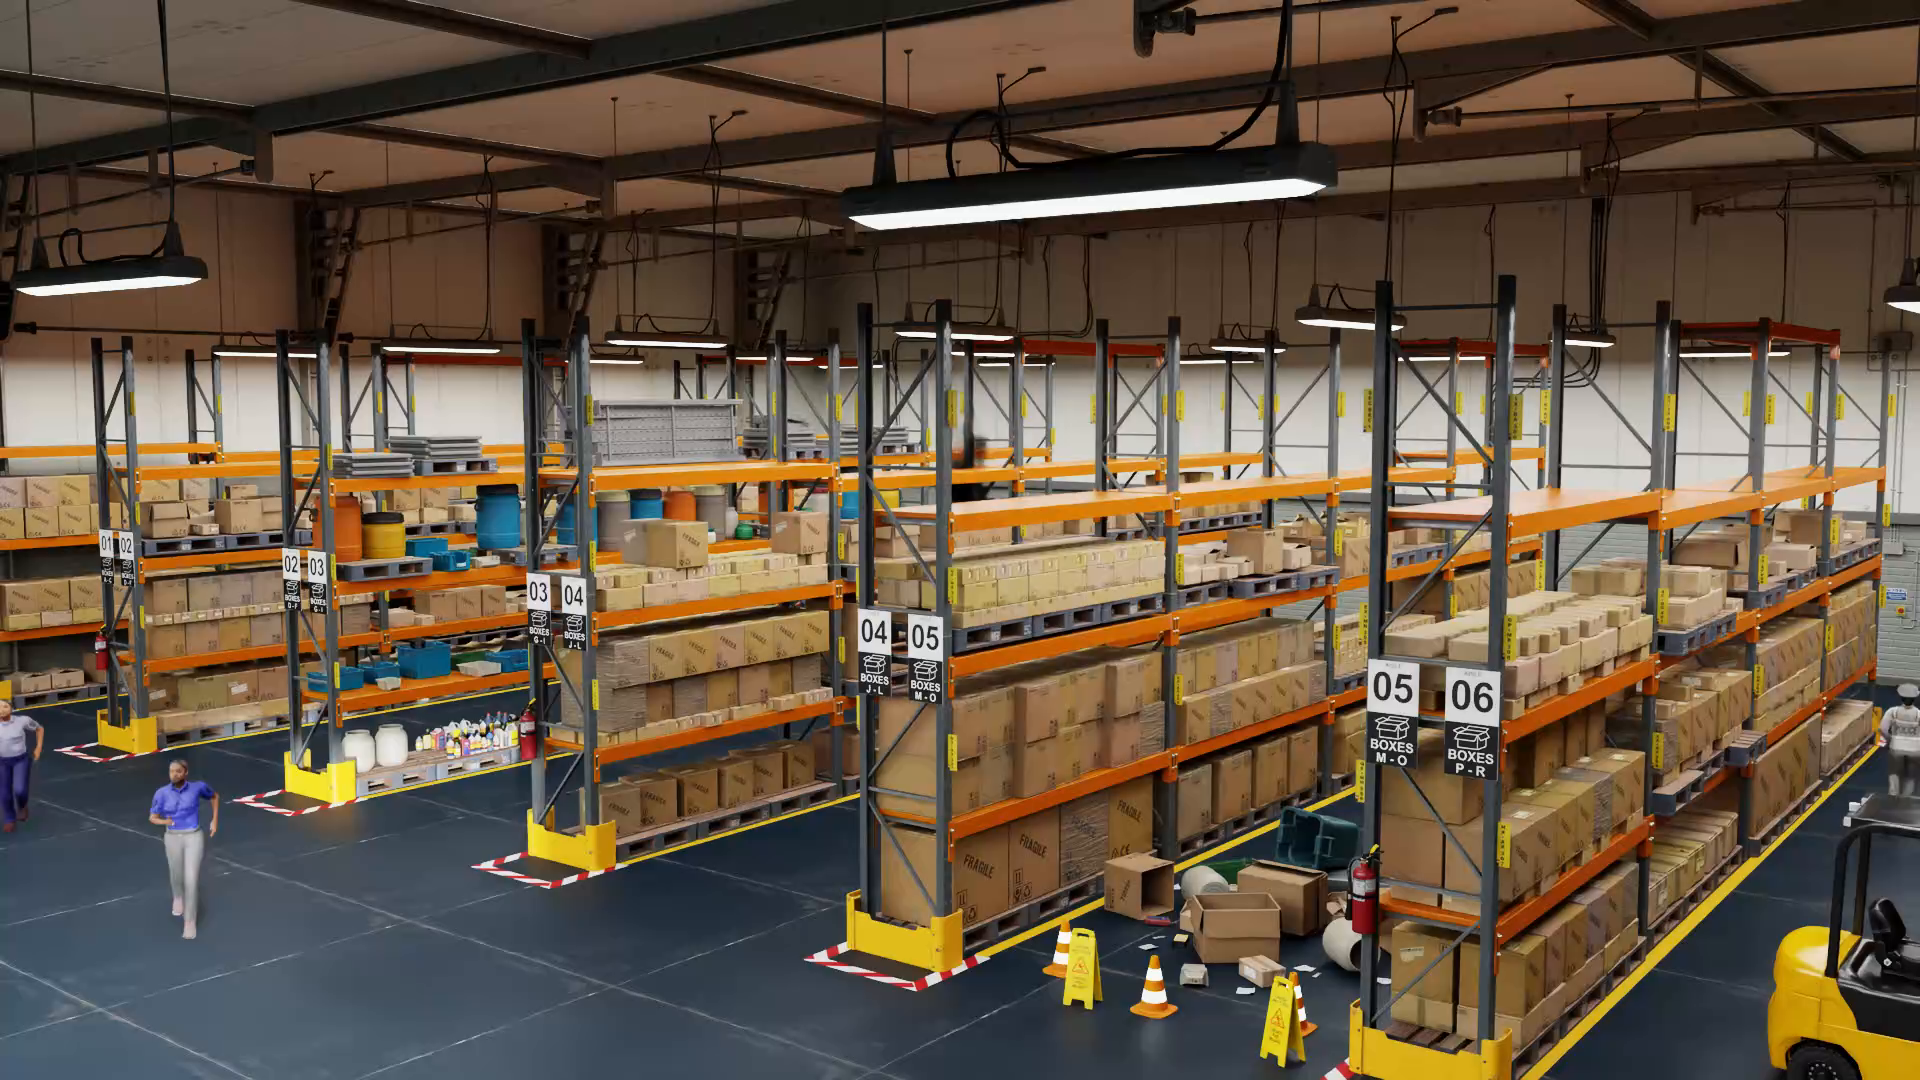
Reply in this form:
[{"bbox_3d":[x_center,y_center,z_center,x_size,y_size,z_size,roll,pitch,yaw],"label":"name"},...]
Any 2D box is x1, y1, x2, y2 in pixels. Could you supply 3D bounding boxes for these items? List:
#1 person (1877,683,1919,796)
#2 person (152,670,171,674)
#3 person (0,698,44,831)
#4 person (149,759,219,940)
[{"bbox_3d":[11.573,2.571,20.368,0.611,1.643,0.548,3,6,31],"label":"person"},{"bbox_3d":[-12.646,2.013,26.208,0.642,1.842,0.730,3,6,29],"label":"person"},{"bbox_3d":[-11.188,2.660,19.631,0.626,1.601,0.678,-2,5,-21],"label":"person"},{"bbox_3d":[-7.516,2.942,16.149,0.587,1.698,0.896,-1,5,-16],"label":"person"}]
